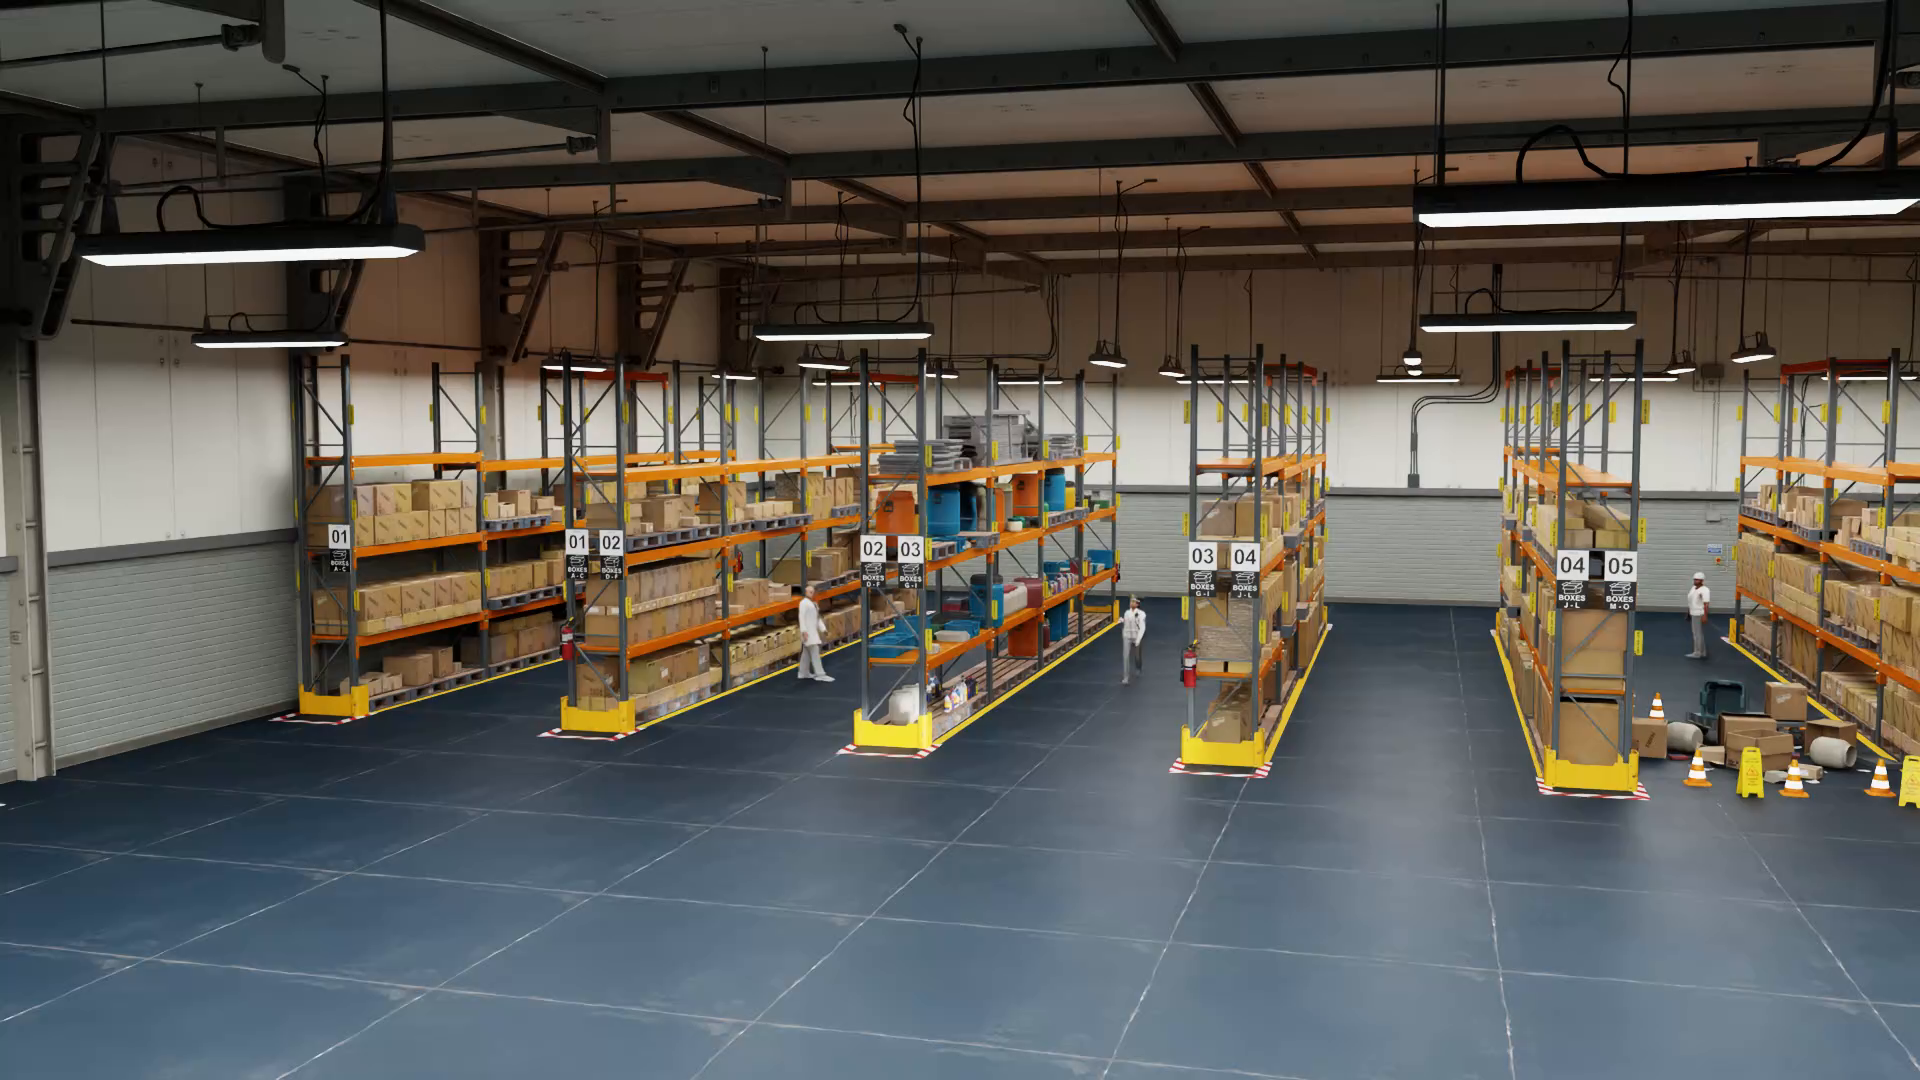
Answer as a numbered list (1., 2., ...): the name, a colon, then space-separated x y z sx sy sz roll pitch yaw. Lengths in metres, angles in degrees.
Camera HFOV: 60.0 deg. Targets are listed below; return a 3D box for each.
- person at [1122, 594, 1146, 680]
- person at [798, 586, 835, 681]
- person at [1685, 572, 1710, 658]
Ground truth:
1. person: 3.232 1.811 30.999 0.455 1.580 0.527 1 4 10
2. person: -2.703 1.754 31.212 0.739 1.761 0.666 0 4 2
3. person: 15.239 1.550 34.372 0.431 1.769 0.601 1 5 18
